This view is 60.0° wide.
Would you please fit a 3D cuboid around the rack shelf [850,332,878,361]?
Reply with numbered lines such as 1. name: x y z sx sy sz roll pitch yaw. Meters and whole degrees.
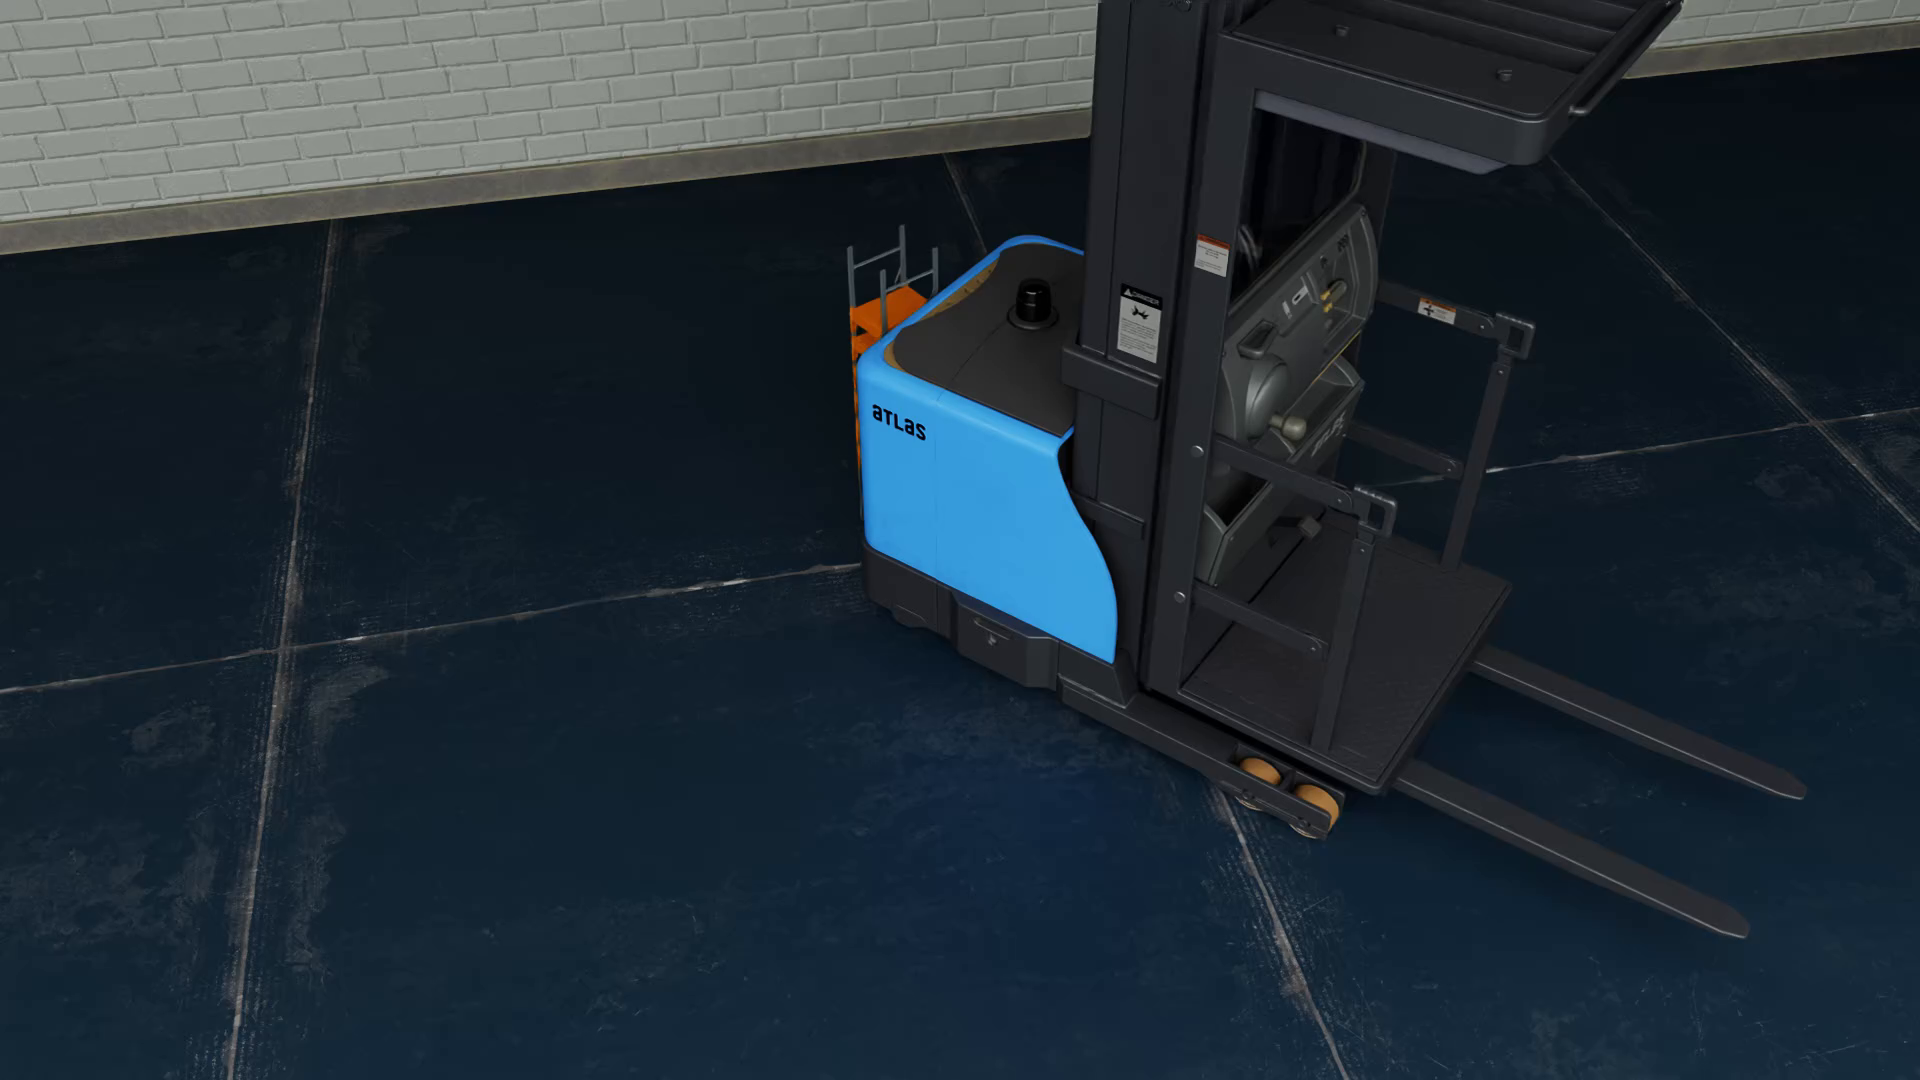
1. rack shelf: -0.225 -0.672 5.809 0.258 0.103 0.180 -28 49 -28

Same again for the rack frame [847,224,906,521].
1. rack frame: -0.283 -0.573 5.992 0.240 1.200 0.006 -28 49 -28

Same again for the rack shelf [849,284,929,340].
1. rack shelf: -0.225 -0.762 5.729 0.258 0.103 0.180 -28 49 -28

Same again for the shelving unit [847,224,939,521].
1. shelving unit: -0.225 -0.526 5.939 0.258 1.200 0.189 -28 49 -28

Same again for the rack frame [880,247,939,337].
1. rack frame: -0.168 -0.479 5.885 0.240 1.200 0.006 -28 49 -28

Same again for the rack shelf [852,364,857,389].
1. rack shelf: -0.225 -0.583 5.889 0.258 0.103 0.180 -28 49 -28

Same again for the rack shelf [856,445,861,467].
1. rack shelf: -0.225 -0.313 6.128 0.258 0.103 0.180 -28 49 -28

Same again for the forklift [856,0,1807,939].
1. forklift: 1.152 -0.571 4.685 3.031 2.935 1.130 25 47 25

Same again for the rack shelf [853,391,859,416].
1. rack shelf: -0.225 -0.493 5.968 0.258 0.103 0.180 -28 49 -28

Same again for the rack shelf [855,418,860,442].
1. rack shelf: -0.225 -0.403 6.048 0.258 0.103 0.180 -28 49 -28
